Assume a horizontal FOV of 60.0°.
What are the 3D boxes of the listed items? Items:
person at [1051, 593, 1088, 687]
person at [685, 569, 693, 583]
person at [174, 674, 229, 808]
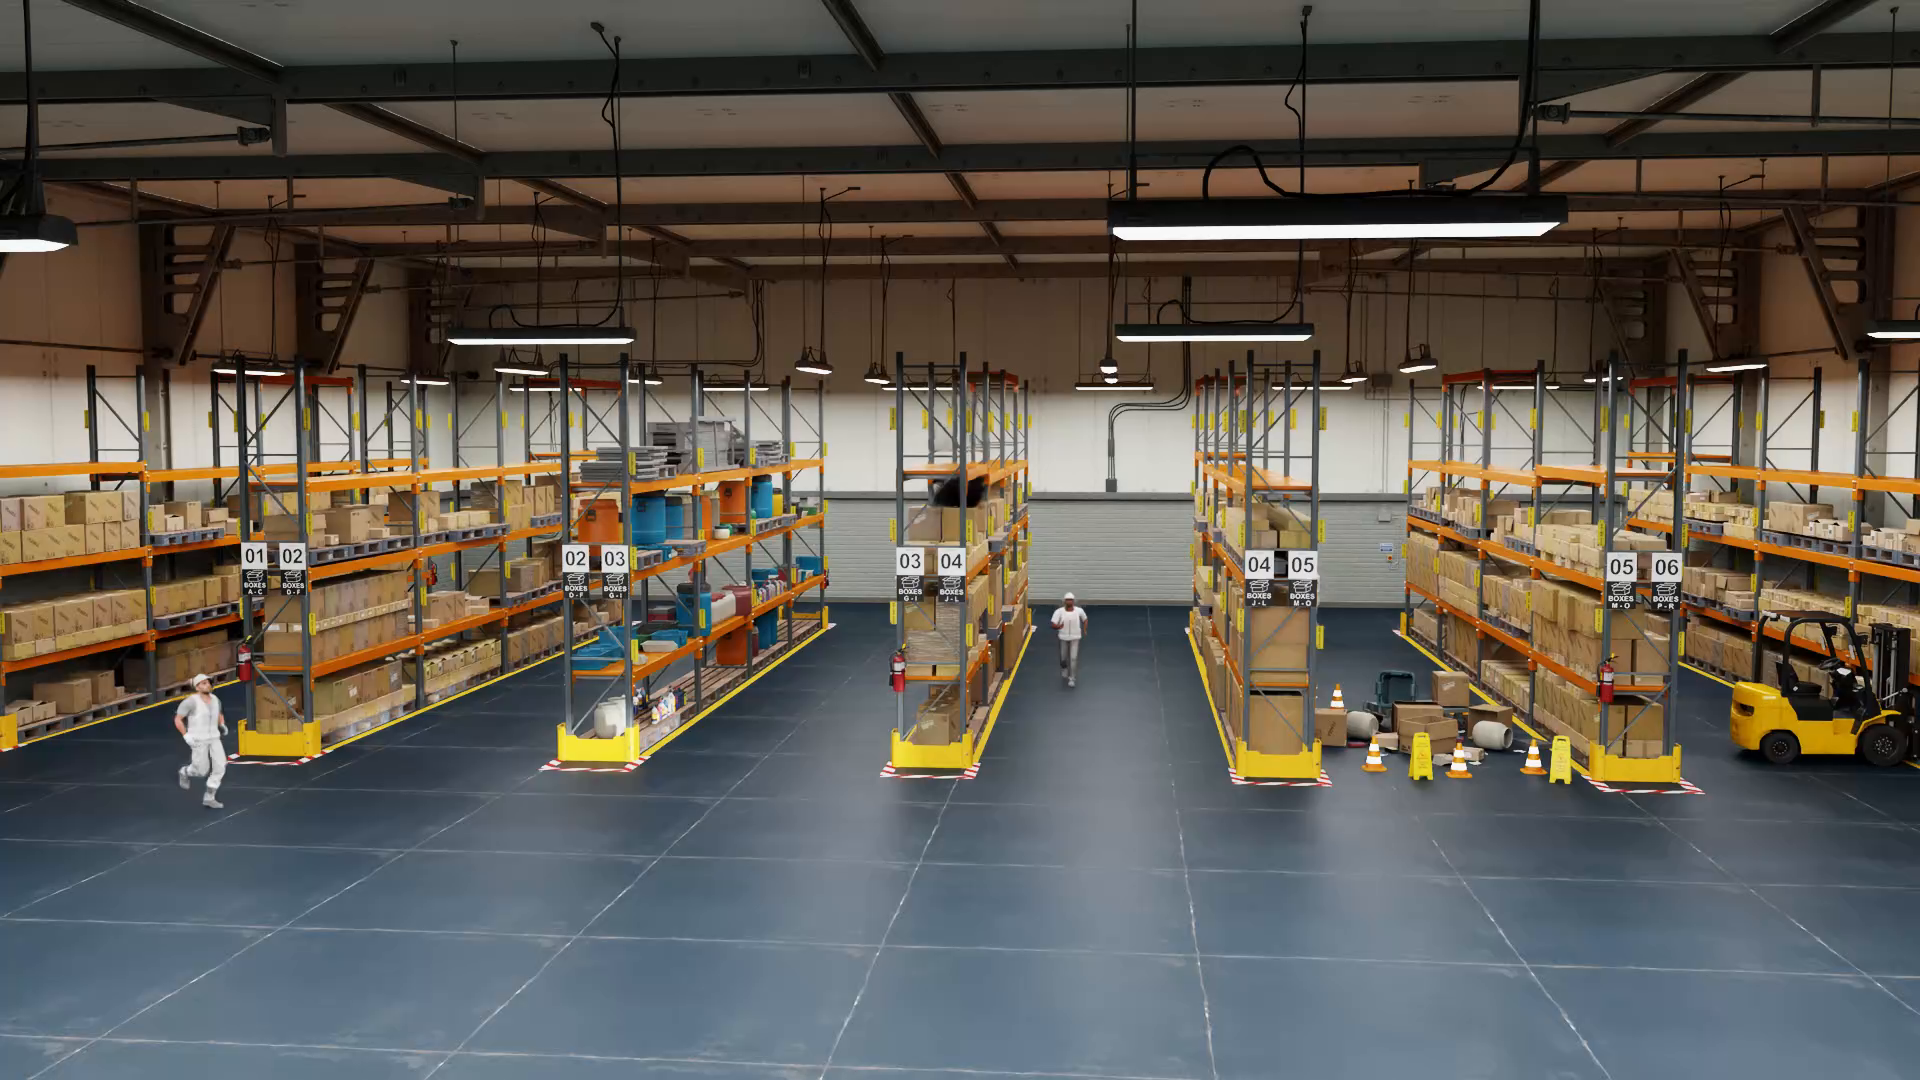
[{"bbox_3d":[2.080,1.874,31.598,0.711,1.747,0.941,0,4,4],"label":"person"},{"bbox_3d":[-5.906,1.514,36.922,0.655,1.760,0.755,0,4,6],"label":"person"},{"bbox_3d":[-9.886,2.606,21.689,0.671,1.740,0.685,3,5,32],"label":"person"}]
